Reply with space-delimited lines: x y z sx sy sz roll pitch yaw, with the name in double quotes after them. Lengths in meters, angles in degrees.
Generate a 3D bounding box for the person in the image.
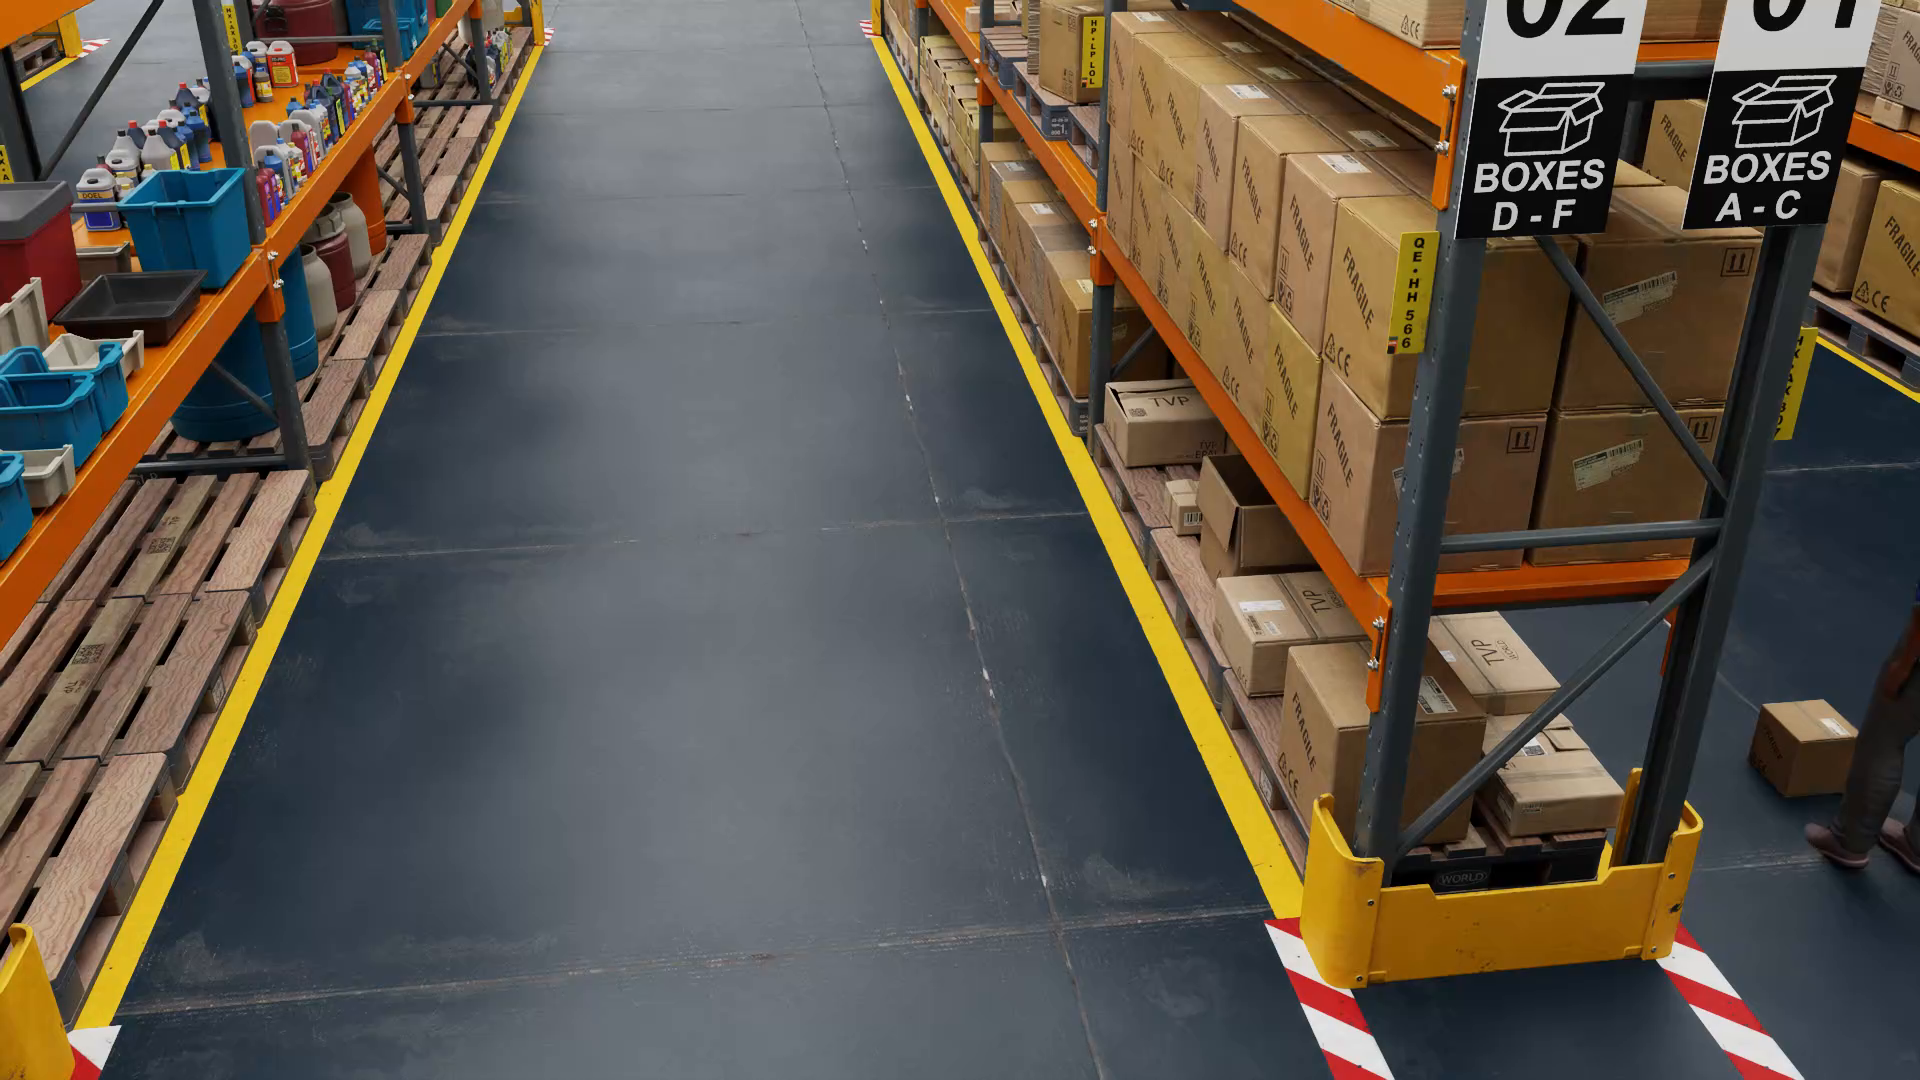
3.227 0.362 5.454 0.463 1.698 0.377 -6 28 -12 "person"
